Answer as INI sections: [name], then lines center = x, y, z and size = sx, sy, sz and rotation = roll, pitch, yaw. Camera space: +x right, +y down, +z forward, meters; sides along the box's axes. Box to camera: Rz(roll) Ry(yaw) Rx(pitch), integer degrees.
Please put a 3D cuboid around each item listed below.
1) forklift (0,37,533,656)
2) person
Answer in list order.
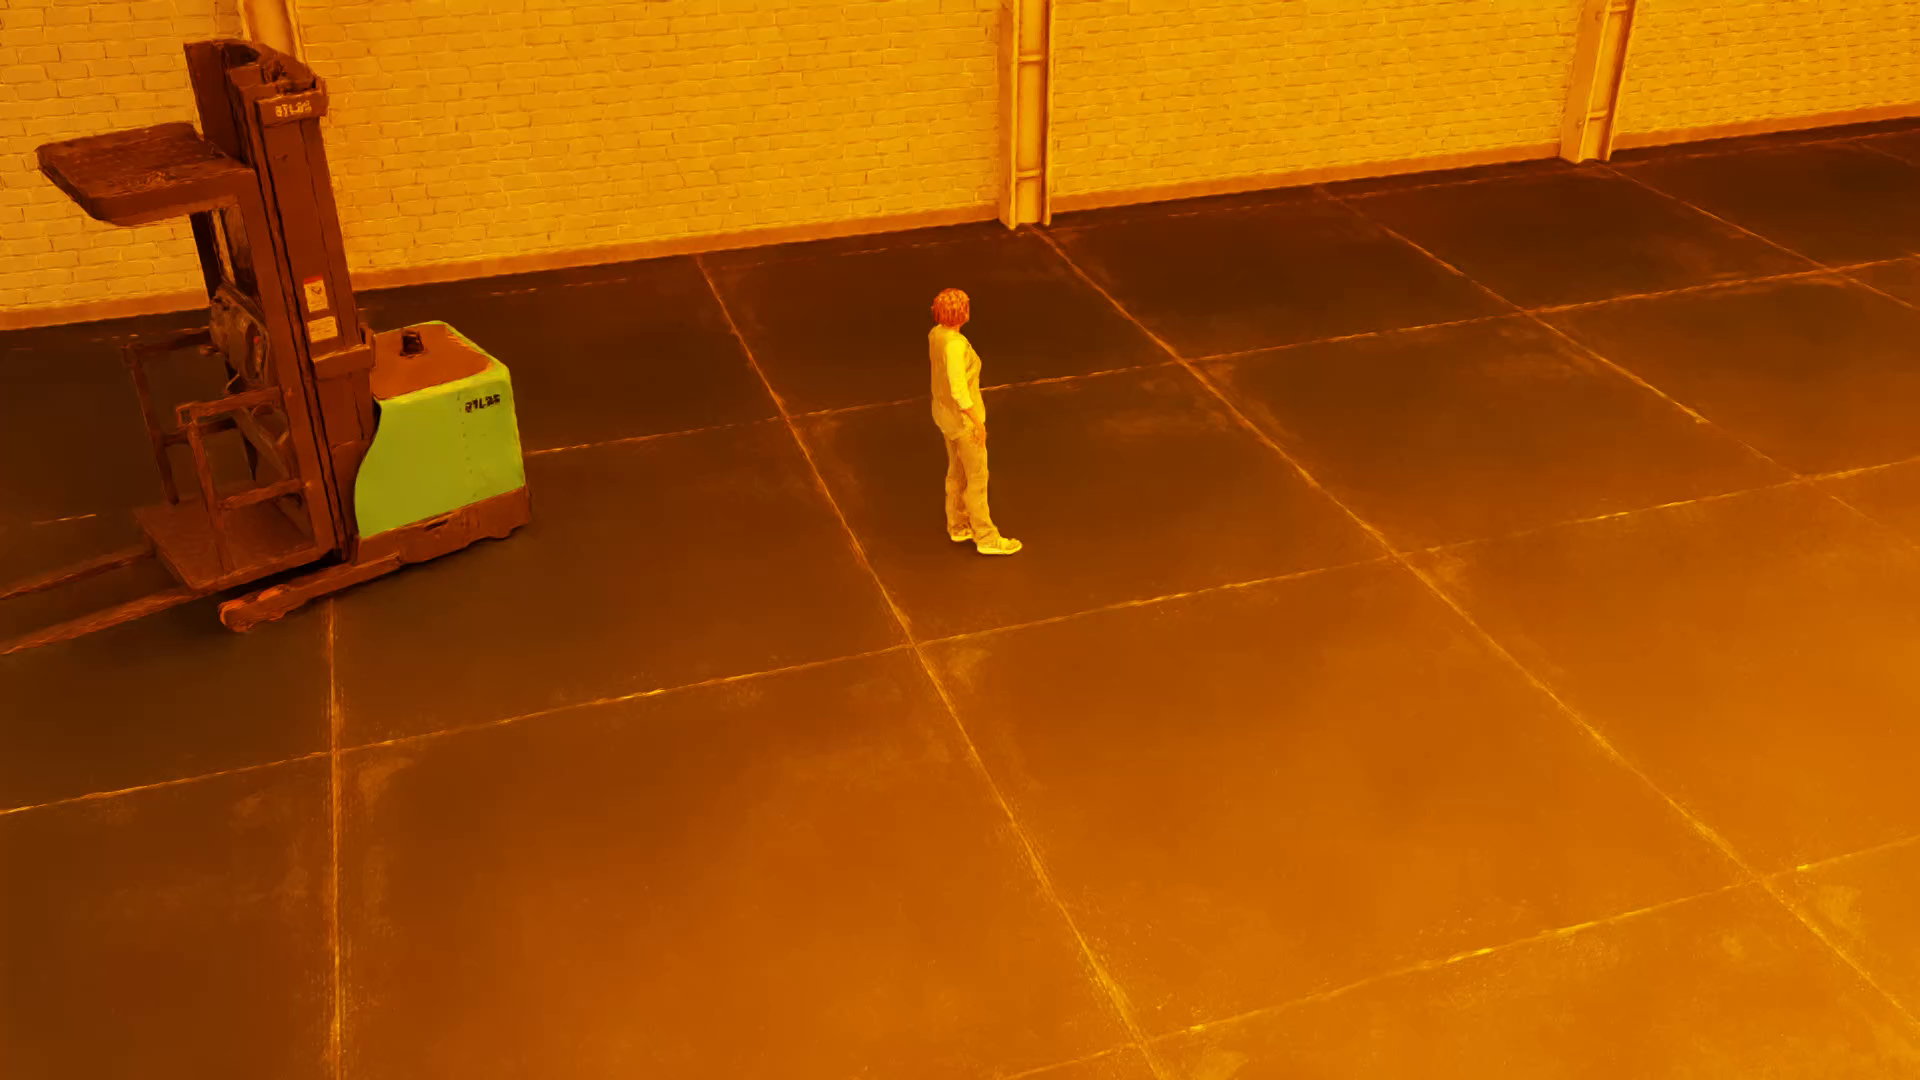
[forklift]
center = -4.065, -1.066, 8.939
size = 3.031, 2.935, 1.130
rotation = -22, 36, -33
[person]
center = 0.075, -0.704, 9.633
size = 0.474, 1.597, 0.521
rotation = -10, 31, -16
